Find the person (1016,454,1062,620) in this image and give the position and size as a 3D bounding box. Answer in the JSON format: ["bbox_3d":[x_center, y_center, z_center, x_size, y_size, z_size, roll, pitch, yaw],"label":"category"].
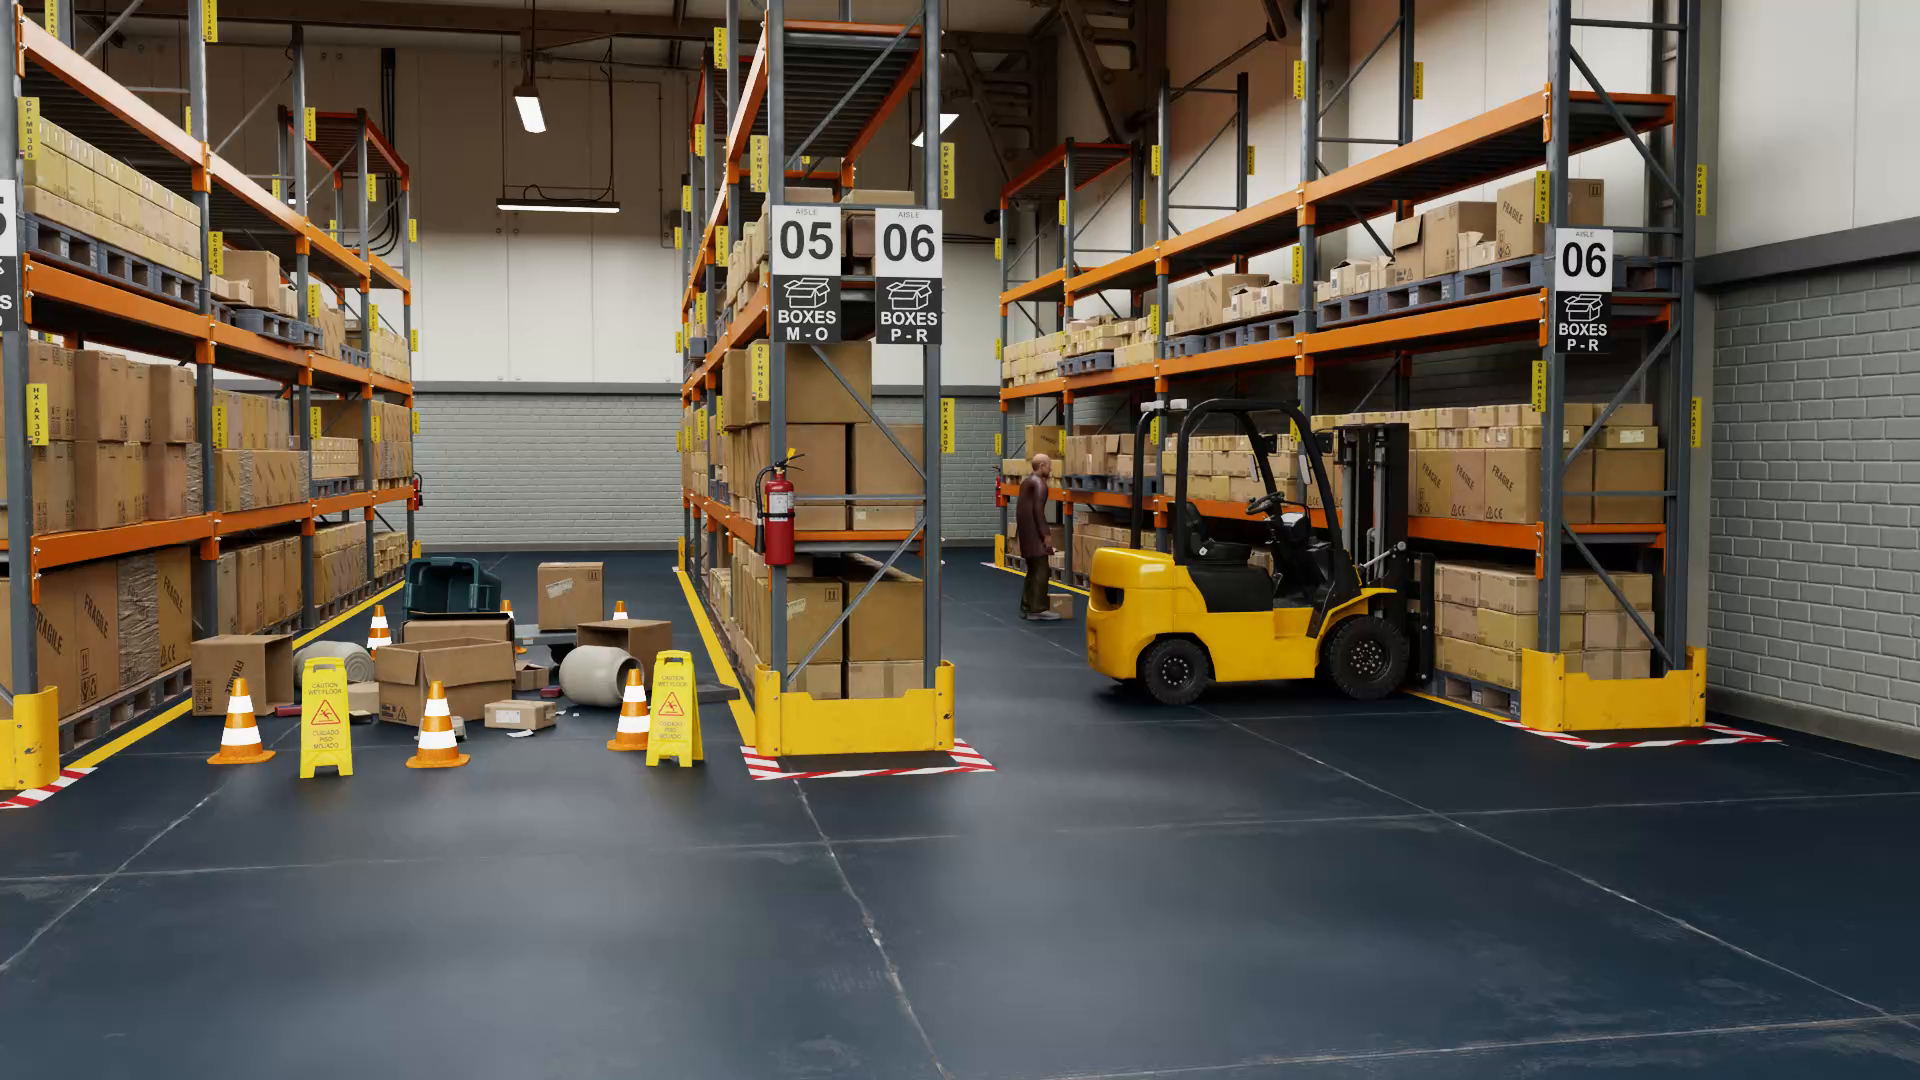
[{"bbox_3d":[0.825,-0.041,17.910,0.416,1.774,0.654,-1,3,-13],"label":"person"}]
